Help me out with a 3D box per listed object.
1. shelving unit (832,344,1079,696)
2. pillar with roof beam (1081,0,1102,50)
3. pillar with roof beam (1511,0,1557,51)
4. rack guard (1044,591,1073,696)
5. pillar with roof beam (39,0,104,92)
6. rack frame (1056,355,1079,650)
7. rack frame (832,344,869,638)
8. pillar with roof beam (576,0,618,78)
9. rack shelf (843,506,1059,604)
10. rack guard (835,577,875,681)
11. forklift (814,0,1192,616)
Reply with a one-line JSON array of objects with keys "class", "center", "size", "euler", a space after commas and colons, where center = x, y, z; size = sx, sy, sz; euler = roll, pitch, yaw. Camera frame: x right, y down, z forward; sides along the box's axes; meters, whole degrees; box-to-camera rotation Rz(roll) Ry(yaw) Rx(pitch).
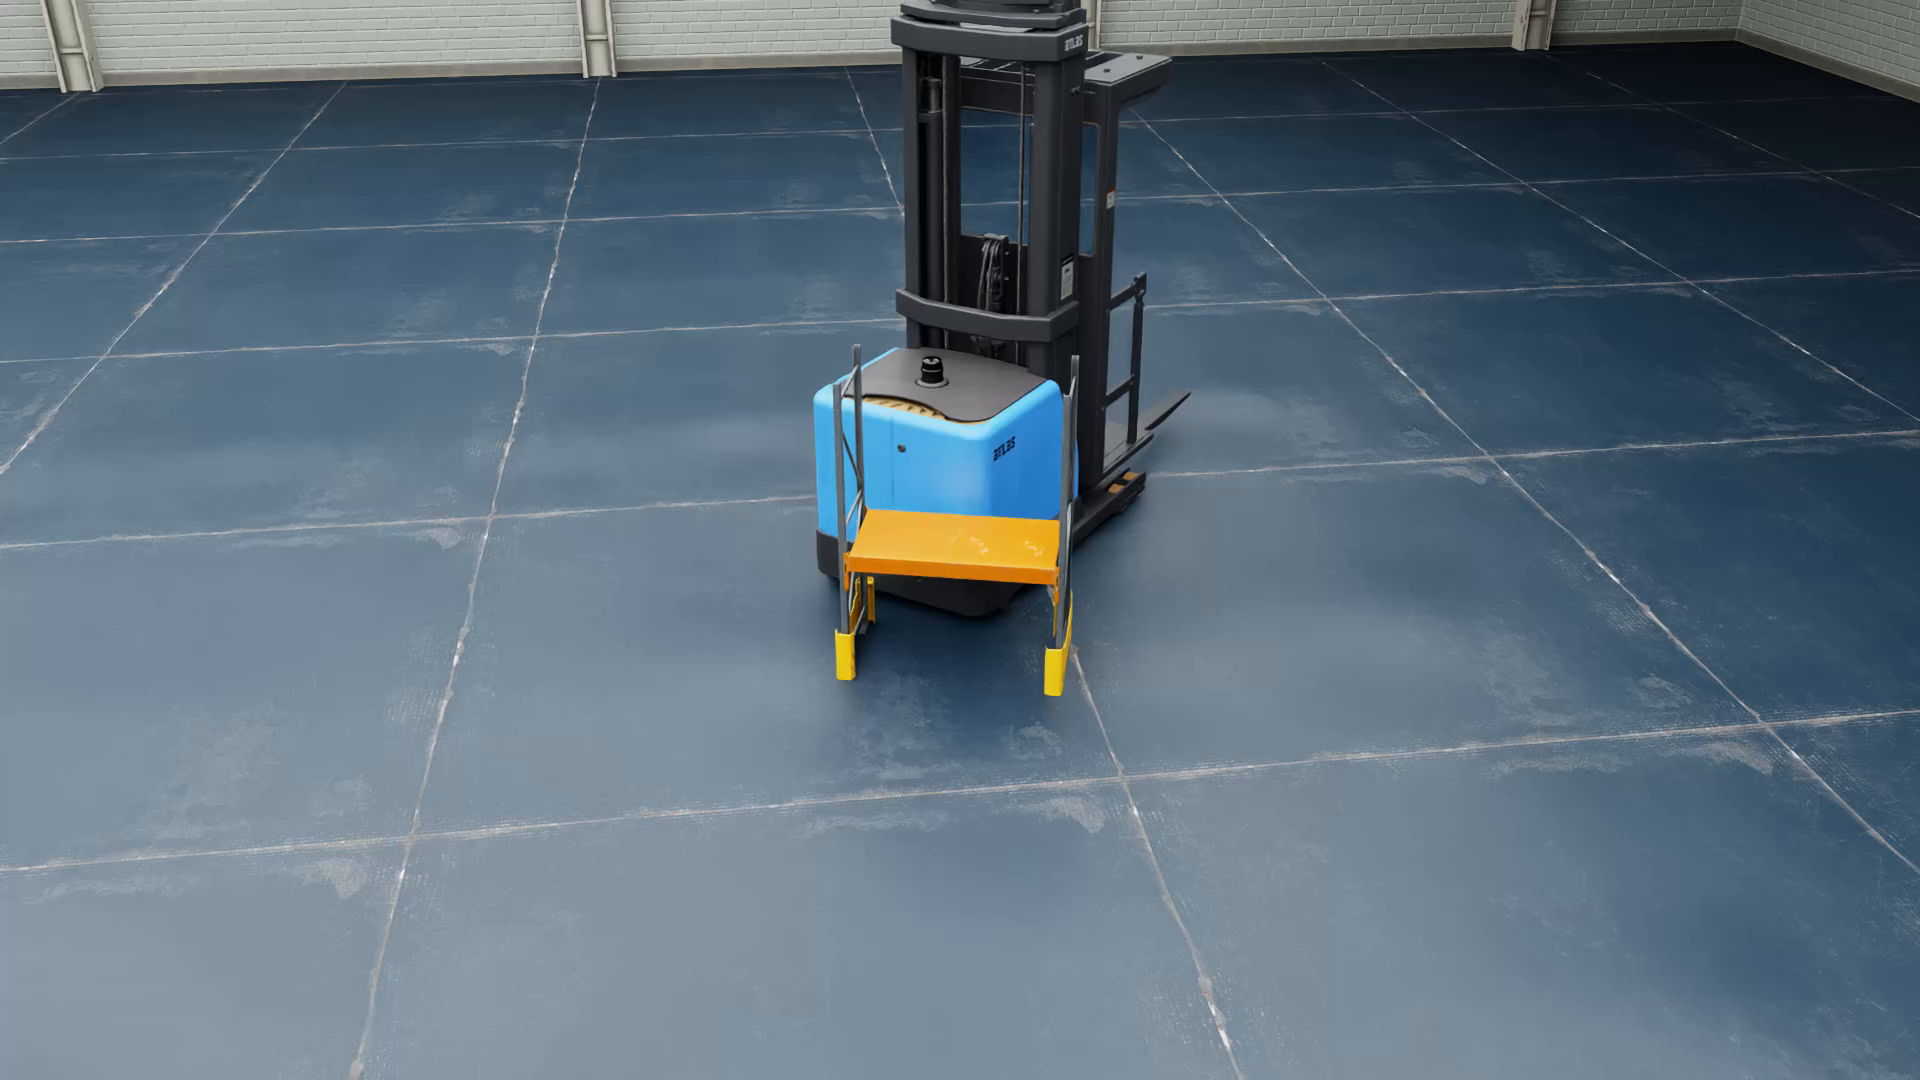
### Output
[{"class": "shelving unit", "center": [-0.018, -0.098, 7.798], "size": [1.083, 1.500, 0.587], "euler": [4, 27, 7]}, {"class": "pillar with roof beam", "center": [2.142, -8.140, 15.256], "size": [0.400, 9.000, 9.100], "euler": [-4, 27, -7]}, {"class": "pillar with roof beam", "center": [8.084, -8.521, 16.000], "size": [0.400, 9.000, 9.100], "euler": [-4, 27, -7]}, {"class": "rack guard", "center": [0.476, 0.489, 8.022], "size": [0.087, 0.250, 0.587], "euler": [4, 27, 7]}, {"class": "pillar with roof beam", "center": [-9.741, -7.376, 13.769], "size": [0.400, 9.000, 9.100], "euler": [-4, 27, -7]}, {"class": "rack frame", "center": [0.495, -0.065, 7.735], "size": [0.032, 1.500, 0.500], "euler": [4, 27, 7]}, {"class": "rack frame", "center": [-0.512, -0.129, 7.859], "size": [0.032, 1.500, 0.500], "euler": [4, 27, 7]}, {"class": "pillar with roof beam", "center": [-3.799, -7.758, 14.512], "size": [0.400, 9.000, 9.100], "euler": [-4, 27, -7]}, {"class": "rack shelf", "center": [-0.009, 0.063, 7.879], "size": [1.000, 0.185, 0.538], "euler": [4, 27, 7]}, {"class": "rack guard", "center": [-0.511, 0.427, 8.144], "size": [0.087, 0.250, 0.587], "euler": [4, 27, 7]}, {"class": "forklift", "center": [0.428, -1.555, 9.071], "size": [1.130, 2.935, 3.031], "euler": [15, 31, 27]}]
